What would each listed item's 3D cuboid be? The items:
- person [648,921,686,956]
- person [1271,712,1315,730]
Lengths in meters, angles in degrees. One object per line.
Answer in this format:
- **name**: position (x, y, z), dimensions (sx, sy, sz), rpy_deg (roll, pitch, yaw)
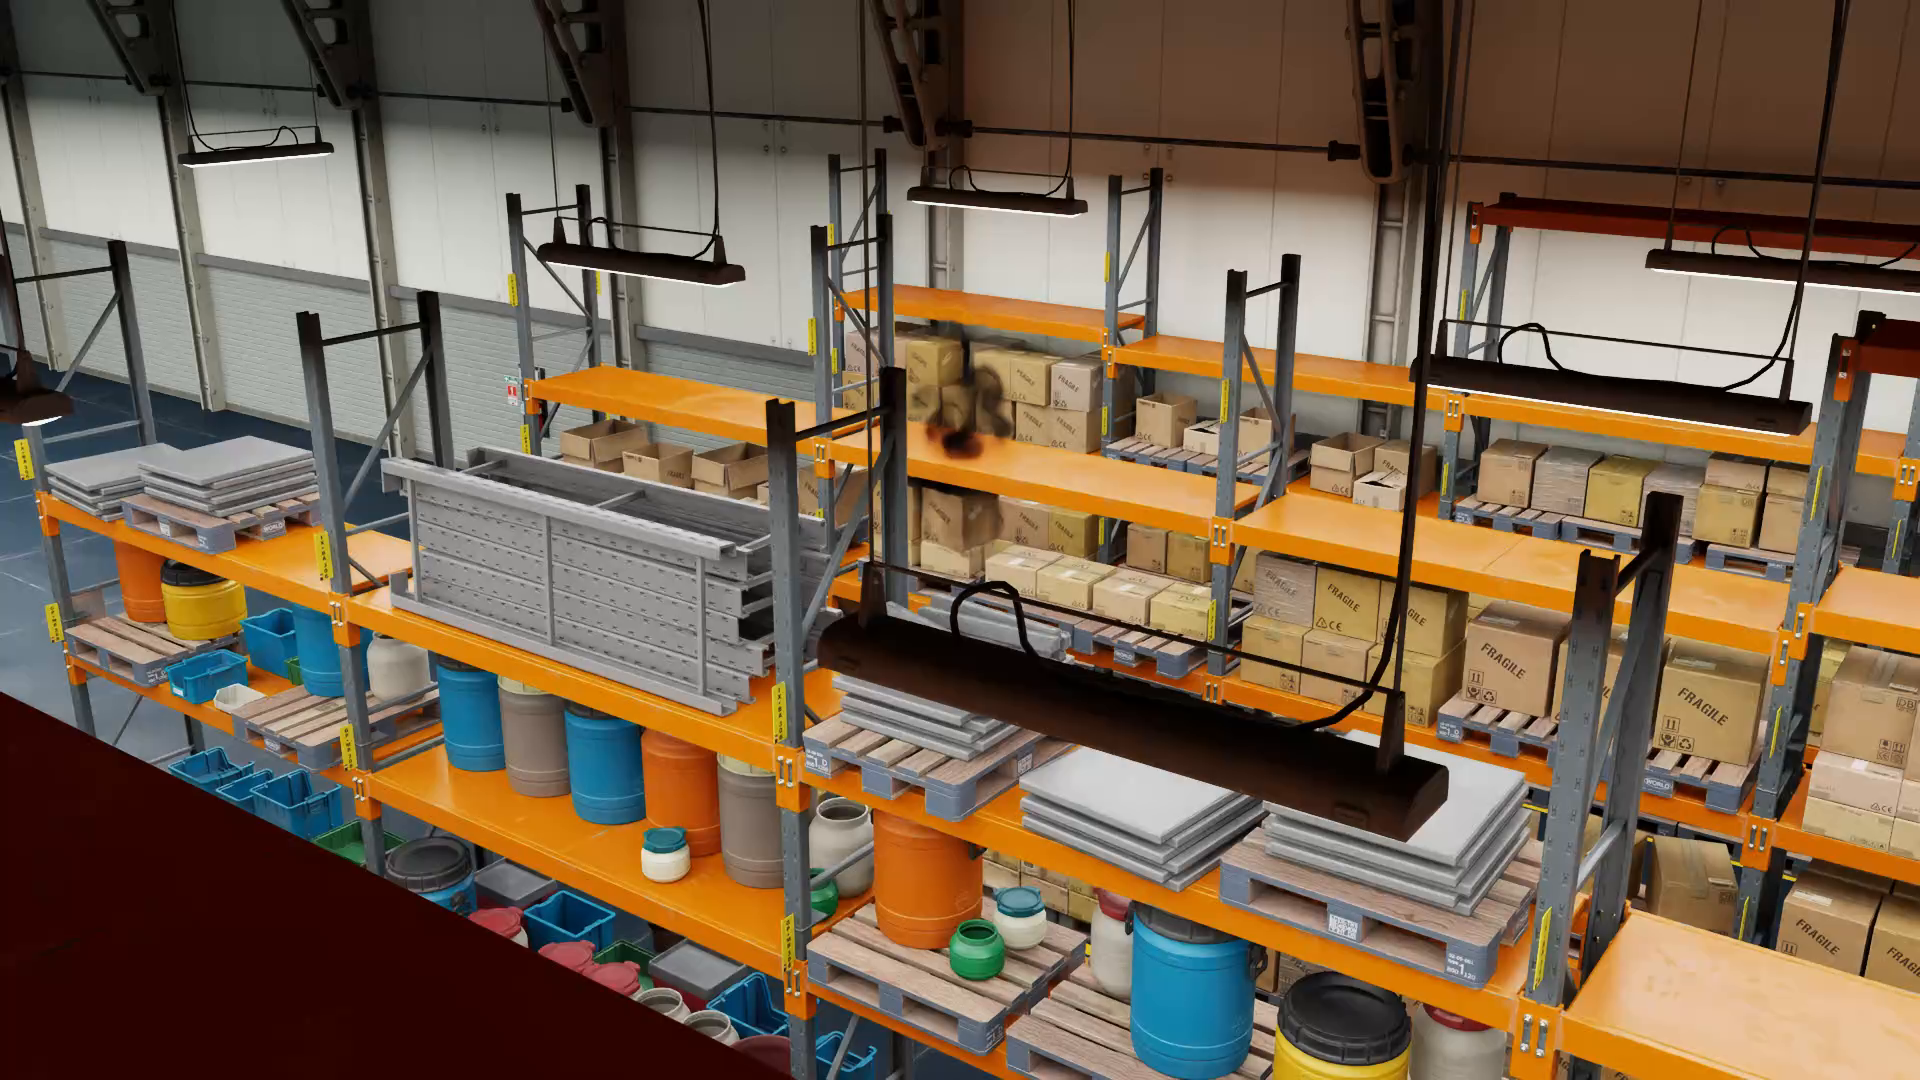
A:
- **person**: position (-2.249, 3.074, 13.290), dimensions (0.796, 1.707, 0.678), rpy_deg (15, 24, 38)
- **person**: position (3.267, 2.076, 16.259), dimensions (0.816, 1.737, 0.557), rpy_deg (10, 21, 27)
